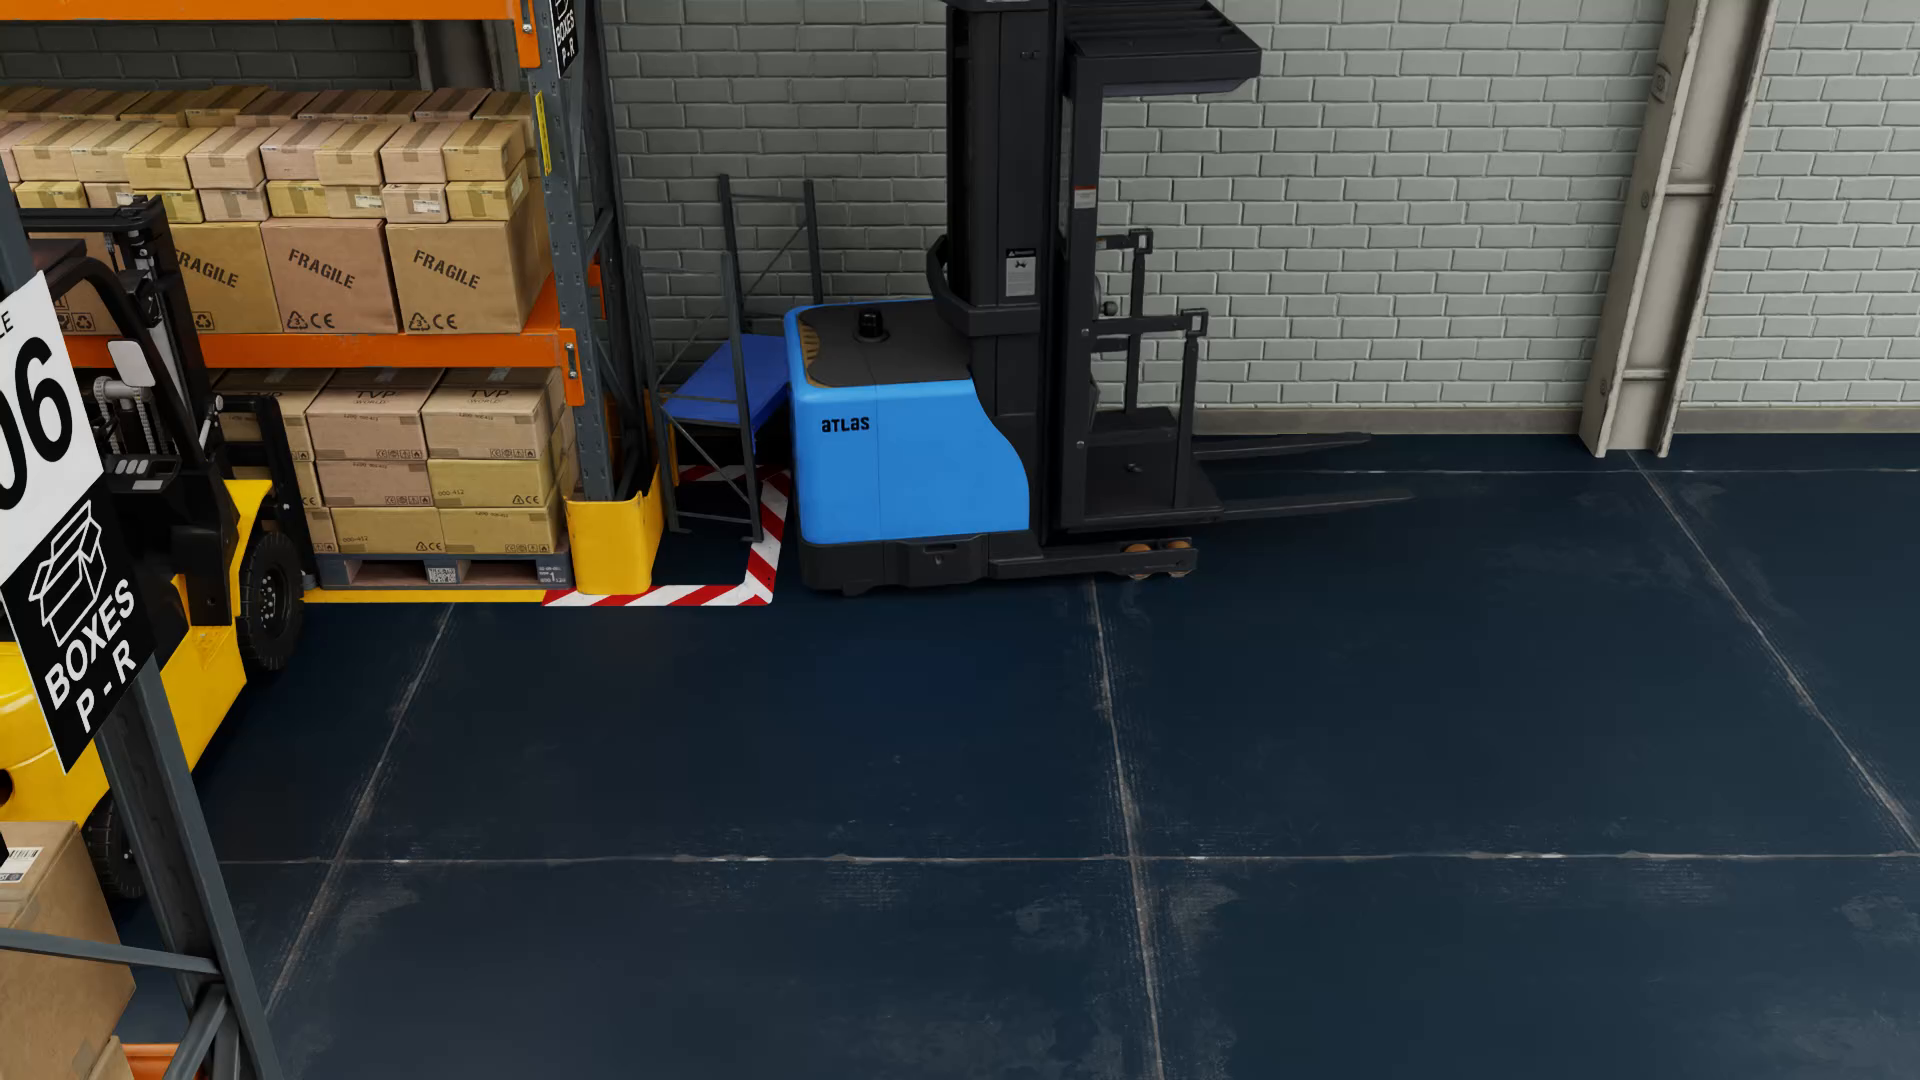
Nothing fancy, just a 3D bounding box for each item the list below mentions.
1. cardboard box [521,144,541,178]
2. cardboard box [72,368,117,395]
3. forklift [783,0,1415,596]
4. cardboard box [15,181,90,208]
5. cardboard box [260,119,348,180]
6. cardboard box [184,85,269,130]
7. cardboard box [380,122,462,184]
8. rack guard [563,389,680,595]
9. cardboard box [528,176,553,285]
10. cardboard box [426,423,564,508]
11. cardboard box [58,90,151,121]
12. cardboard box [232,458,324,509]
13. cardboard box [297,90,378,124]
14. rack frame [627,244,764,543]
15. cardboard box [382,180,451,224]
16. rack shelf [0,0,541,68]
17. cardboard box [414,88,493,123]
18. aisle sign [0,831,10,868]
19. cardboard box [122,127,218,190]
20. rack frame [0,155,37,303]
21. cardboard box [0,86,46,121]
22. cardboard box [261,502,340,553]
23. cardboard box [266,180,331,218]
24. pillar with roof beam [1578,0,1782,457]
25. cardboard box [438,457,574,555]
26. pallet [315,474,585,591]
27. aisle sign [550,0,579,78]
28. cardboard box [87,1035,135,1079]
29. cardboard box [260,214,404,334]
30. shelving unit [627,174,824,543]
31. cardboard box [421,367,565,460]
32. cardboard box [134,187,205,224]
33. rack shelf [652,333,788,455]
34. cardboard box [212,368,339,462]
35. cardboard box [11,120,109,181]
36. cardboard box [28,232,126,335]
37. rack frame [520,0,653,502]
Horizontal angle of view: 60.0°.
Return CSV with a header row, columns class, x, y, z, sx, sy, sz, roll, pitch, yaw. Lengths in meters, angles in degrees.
class,x,y,z,sx,sy,sz,roll,pitch,yaw
cardboard box,-2.012,-1.780,7.571,0.250,0.149,0.380,-1,31,-2
cardboard box,-4.176,-0.588,7.610,0.500,0.250,0.500,1,31,1
forklift,0.694,-1.334,7.623,3.031,2.935,1.130,-4,32,-7
cardboard box,-3.804,-1.493,7.098,0.250,0.149,0.380,-1,31,-1
cardboard box,-2.785,-1.670,7.102,0.250,0.149,0.380,0,31,0
cardboard box,-3.308,-1.936,7.540,0.250,0.149,0.380,-1,31,-1
cardboard box,-2.274,-1.647,7.064,0.250,0.149,0.380,0,31,0
rack guard,-1.647,-0.258,8.194,0.348,0.500,1.175,0,31,0
cardboard box,-2.168,-1.512,7.754,0.500,0.500,0.500,1,31,1
cardboard box,-2.156,-0.381,7.750,0.500,0.250,0.500,-1,31,-1
cardboard box,-3.819,-1.891,7.467,0.250,0.149,0.380,1,31,1
cardboard box,-3.173,-0.372,7.736,0.500,0.250,0.500,-1,31,-1
cardboard box,-2.781,-1.899,7.480,0.250,0.149,0.380,0,31,0
rack frame,-1.239,-0.667,7.883,0.500,1.500,0.032,7,32,15
cardboard box,-2.271,-1.484,7.083,0.250,0.149,0.380,0,31,0
rack shelf,-3.671,-2.295,6.943,4.000,0.370,1.077,0,31,0
cardboard box,-2.274,-1.916,7.507,0.250,0.149,0.380,1,31,1
aisle sign,-1.573,0.287,2.380,0.004,0.787,0.394,0,31,0
cardboard box,-3.303,-1.608,7.000,0.250,0.149,0.380,0,31,1
rack frame,-1.637,-1.317,1.745,0.127,3.000,1.000,0,31,0
cardboard box,-4.328,-1.930,7.531,0.250,0.149,0.380,-1,31,-1
cardboard box,-3.136,-0.172,7.888,0.500,0.250,0.500,0,31,0
cardboard box,-2.779,-1.520,7.142,0.250,0.149,0.380,0,31,-1
pillar with roof beam,3.653,-2.143,3.106,0.400,9.000,9.100,0,31,0
cardboard box,-2.139,-0.166,7.877,0.500,0.250,0.500,0,31,0
pallet,-2.435,-0.111,8.229,1.213,0.211,1.003,0,31,0
aisle sign,-1.603,-2.286,6.620,0.004,0.787,0.394,0,31,0
cardboard box,-1.978,1.249,3.542,0.250,0.149,0.380,0,31,0
cardboard box,-2.680,-1.235,7.298,0.500,0.500,0.500,1,31,1
shelving unit,-1.093,-0.920,8.300,0.538,1.500,1.048,7,32,15
cardboard box,-2.129,-0.595,7.621,0.500,0.250,0.500,1,31,1
cardboard box,-3.298,-1.484,7.082,0.250,0.149,0.380,0,31,0
rack shelf,-1.086,-0.765,8.391,0.538,0.185,1.000,7,32,15
cardboard box,-3.145,-0.584,7.602,0.500,0.250,0.500,0,31,0
cardboard box,-3.813,-1.664,7.092,0.250,0.149,0.380,0,31,0
cardboard box,-3.695,-1.226,7.283,0.500,0.500,0.500,0,31,0
rack frame,-1.671,-1.327,7.545,0.127,3.000,1.000,0,31,0
